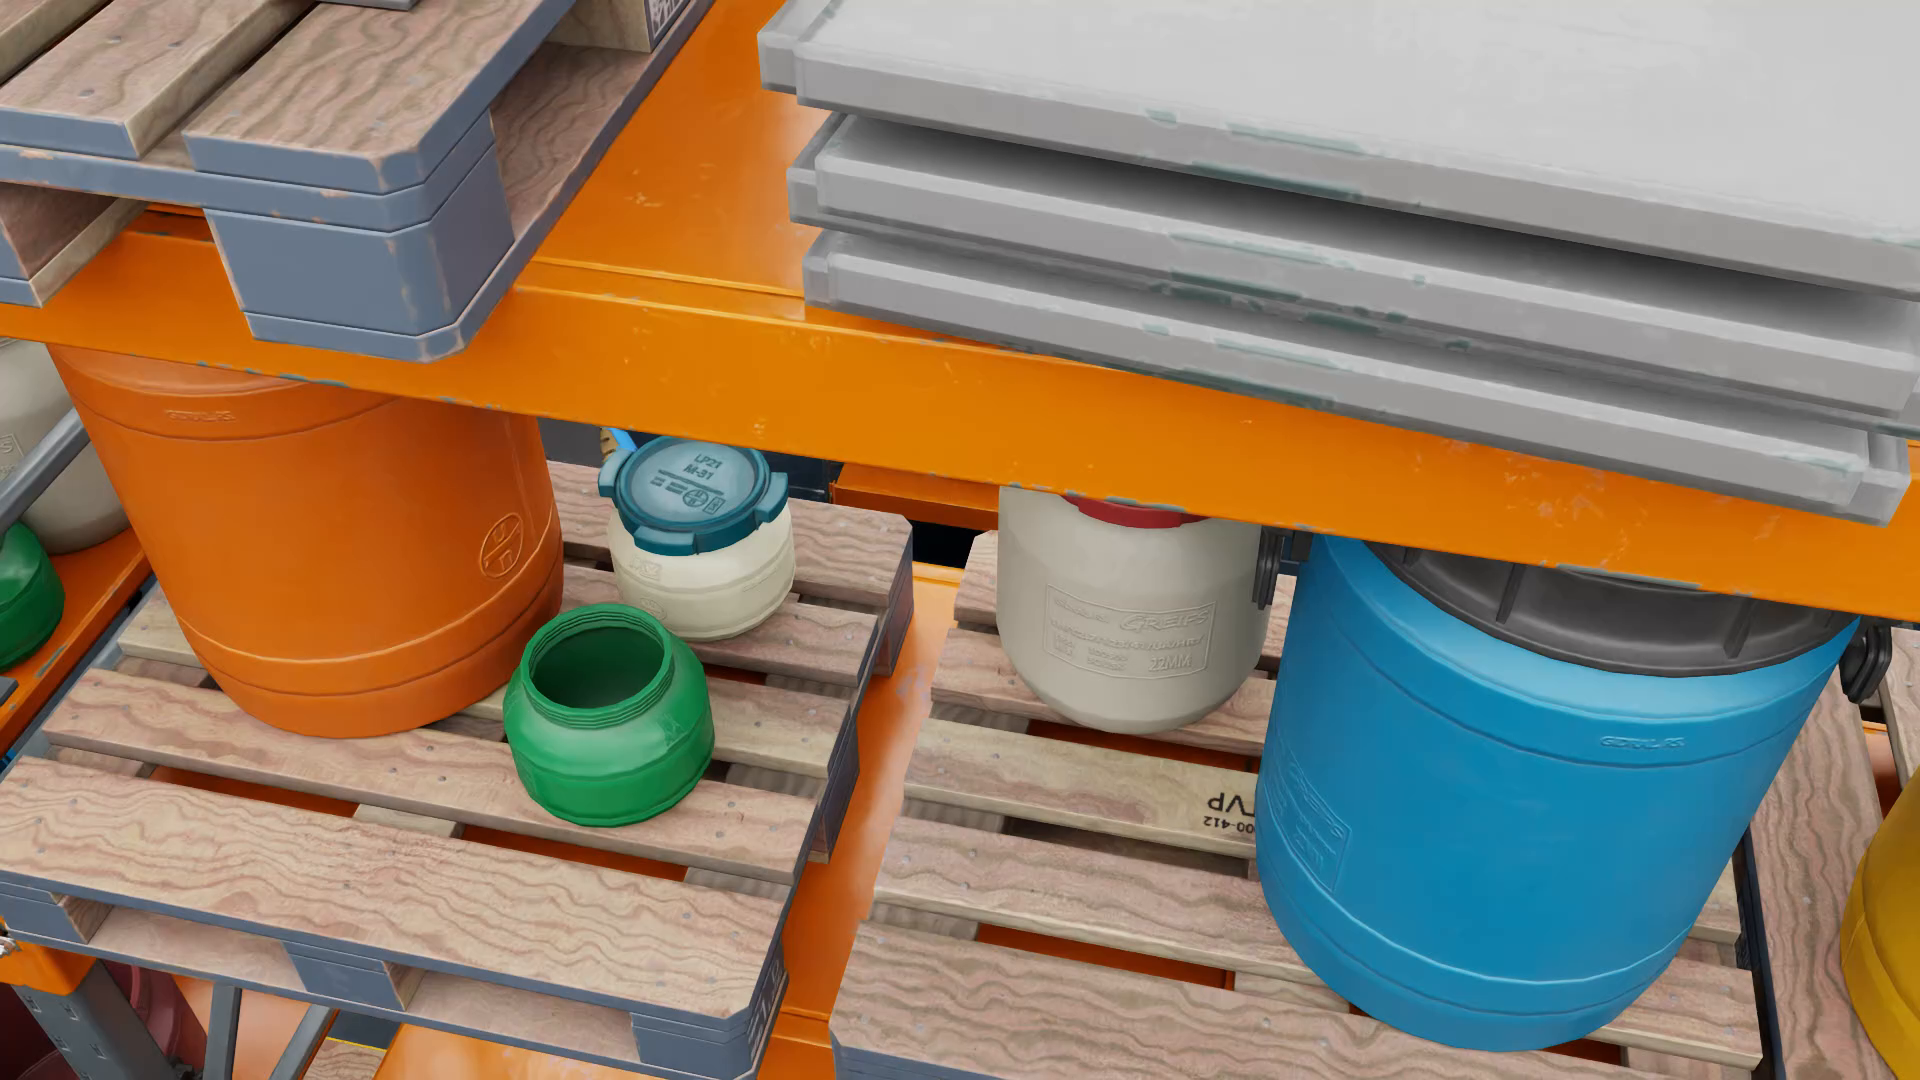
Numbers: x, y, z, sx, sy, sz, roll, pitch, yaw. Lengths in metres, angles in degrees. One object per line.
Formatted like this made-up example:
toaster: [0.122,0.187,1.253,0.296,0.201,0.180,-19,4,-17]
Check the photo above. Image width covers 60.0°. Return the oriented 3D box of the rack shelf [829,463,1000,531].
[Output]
rack shelf: [0.007,-0.228,6.988,1.000,0.278,0.538,9,45,9]

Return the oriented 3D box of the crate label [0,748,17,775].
crate label: [-2.407,0.767,4.225,0.616,0.435,0.502,9,45,9]

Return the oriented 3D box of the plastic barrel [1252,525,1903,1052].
plastic barrel: [0.708,0.151,2.062,0.708,0.901,0.600,9,45,9]

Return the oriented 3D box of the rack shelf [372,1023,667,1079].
rack shelf: [0.455,1.675,3.825,4.000,0.370,1.077,9,45,9]

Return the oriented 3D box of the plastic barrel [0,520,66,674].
plastic barrel: [-1.749,0.086,2.907,0.294,0.245,0.294,0,44,0]

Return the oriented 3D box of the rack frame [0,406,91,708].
rack frame: [-1.496,-1.048,1.810,0.127,3.000,1.000,9,45,9]

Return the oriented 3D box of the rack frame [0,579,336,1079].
rack frame: [-1.496,1.113,3.890,0.127,3.000,1.000,9,45,9]

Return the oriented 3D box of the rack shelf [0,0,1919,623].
rack shelf: [0.455,-0.342,1.884,4.000,0.370,1.077,9,45,9]

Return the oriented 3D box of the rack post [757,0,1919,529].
rack post: [0.404,-0.483,1.583,0.954,0.300,0.937,13,45,13]

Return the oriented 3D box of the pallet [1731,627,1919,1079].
pallet: [1.621,0.654,2.341,1.003,0.211,1.213,9,45,9]

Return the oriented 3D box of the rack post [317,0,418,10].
rack post: [-0.780,-0.939,1.751,0.937,0.300,0.954,9,45,9]

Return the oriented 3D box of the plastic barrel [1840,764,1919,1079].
plastic barrel: [1.472,0.418,2.011,0.600,0.588,0.600,0,44,0]

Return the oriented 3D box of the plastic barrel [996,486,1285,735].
plastic barrel: [0.267,-0.001,2.485,0.433,0.535,0.433,0,44,0]

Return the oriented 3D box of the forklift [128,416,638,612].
forklift: [-2.430,-0.064,5.163,3.031,2.935,1.130,-21,48,-20]

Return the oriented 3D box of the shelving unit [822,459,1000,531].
shelving unit: [0.007,-0.404,6.819,1.048,1.125,0.538,9,45,9]

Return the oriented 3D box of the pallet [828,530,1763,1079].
pallet: [0.513,0.484,2.517,1.213,0.211,1.003,9,45,9]

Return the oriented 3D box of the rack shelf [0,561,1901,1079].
rack shelf: [0.455,0.595,2.785,4.000,0.370,1.077,9,45,9]

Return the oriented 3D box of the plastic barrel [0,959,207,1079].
plastic barrel: [-2.015,1.199,3.703,0.708,0.536,0.600,9,45,9]

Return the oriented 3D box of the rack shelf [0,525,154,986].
rack shelf: [-3.448,-0.011,3.414,4.000,0.370,1.077,9,45,9]

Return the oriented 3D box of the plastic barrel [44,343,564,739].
plastic barrel: [-0.943,-0.186,2.464,0.708,0.830,0.600,9,45,9]

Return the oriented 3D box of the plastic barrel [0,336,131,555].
plastic barrel: [-1.733,-0.262,3.076,0.421,0.512,0.421,0,44,0]

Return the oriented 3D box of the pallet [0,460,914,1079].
pallet: [-0.771,0.283,2.727,1.213,0.211,1.003,9,45,9]

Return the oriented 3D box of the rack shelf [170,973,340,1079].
rack shelf: [-3.448,1.070,4.455,4.000,0.370,1.077,9,45,9]

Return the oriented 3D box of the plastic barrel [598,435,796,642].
plastic barrel: [-0.418,-0.006,2.687,0.301,0.262,0.301,0,44,0]

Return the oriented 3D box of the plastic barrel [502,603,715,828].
plastic barrel: [-0.513,0.253,2.430,0.294,0.245,0.294,0,44,0]

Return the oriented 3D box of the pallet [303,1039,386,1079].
pallet: [-2.244,1.974,5.007,1.213,0.211,1.003,9,45,9]

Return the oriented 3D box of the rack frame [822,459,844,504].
rack frame: [-0.489,-0.481,6.899,0.032,1.125,0.500,9,45,9]

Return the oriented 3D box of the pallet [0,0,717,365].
pallet: [-0.799,-0.706,1.879,1.003,0.211,1.213,9,45,9]
